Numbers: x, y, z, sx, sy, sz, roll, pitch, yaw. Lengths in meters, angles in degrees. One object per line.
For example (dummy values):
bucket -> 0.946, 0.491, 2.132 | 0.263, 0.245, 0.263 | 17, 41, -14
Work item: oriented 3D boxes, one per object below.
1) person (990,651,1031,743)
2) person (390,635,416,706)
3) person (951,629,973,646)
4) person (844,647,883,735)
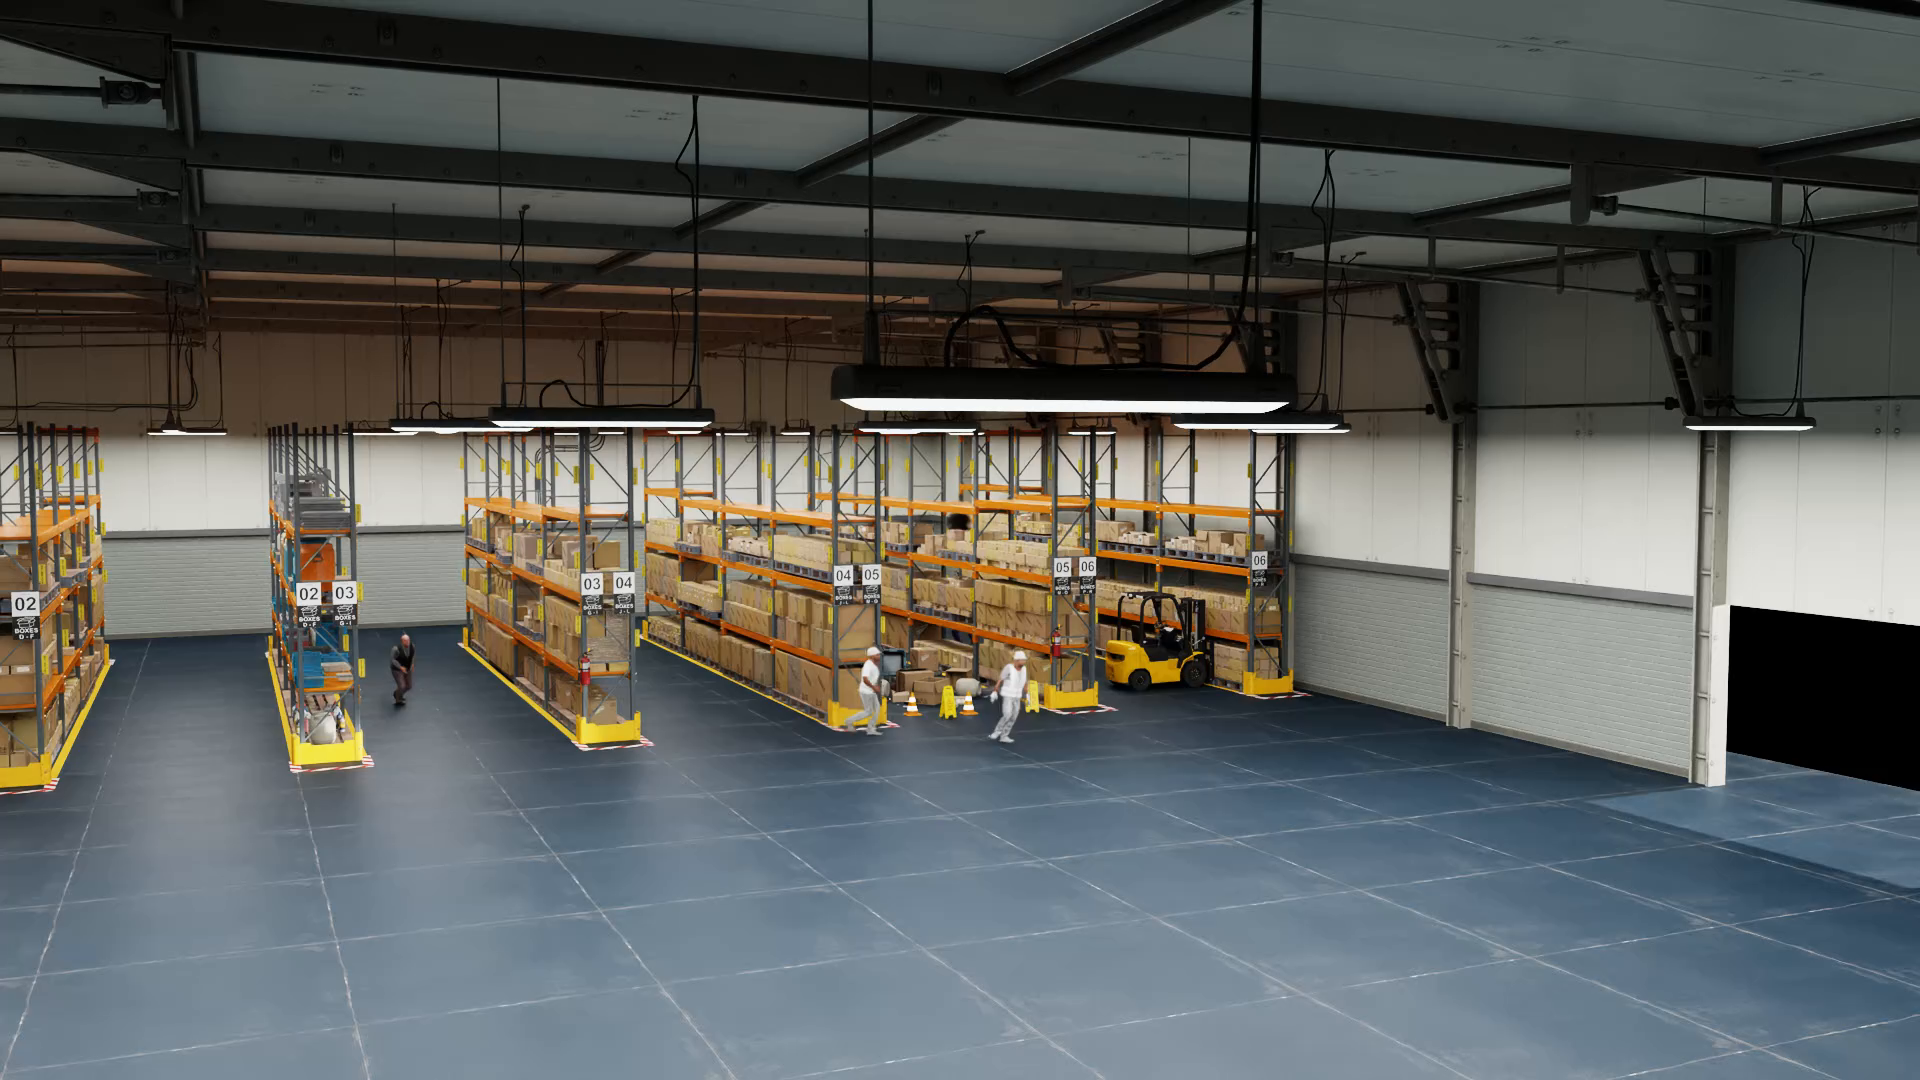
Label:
person -> 0.960, 2.948, 31.227 | 0.704, 1.738, 0.601 | -3, 5, -39
person -> -11.941, 2.769, 35.501 | 0.856, 1.562, 0.629 | 3, 4, 36
person -> 0.083, 2.177, 45.164 | 0.603, 1.625, 0.952 | -3, 5, -41
person -> -1.854, 2.917, 32.002 | 0.753, 1.715, 0.703 | 0, 4, 8
